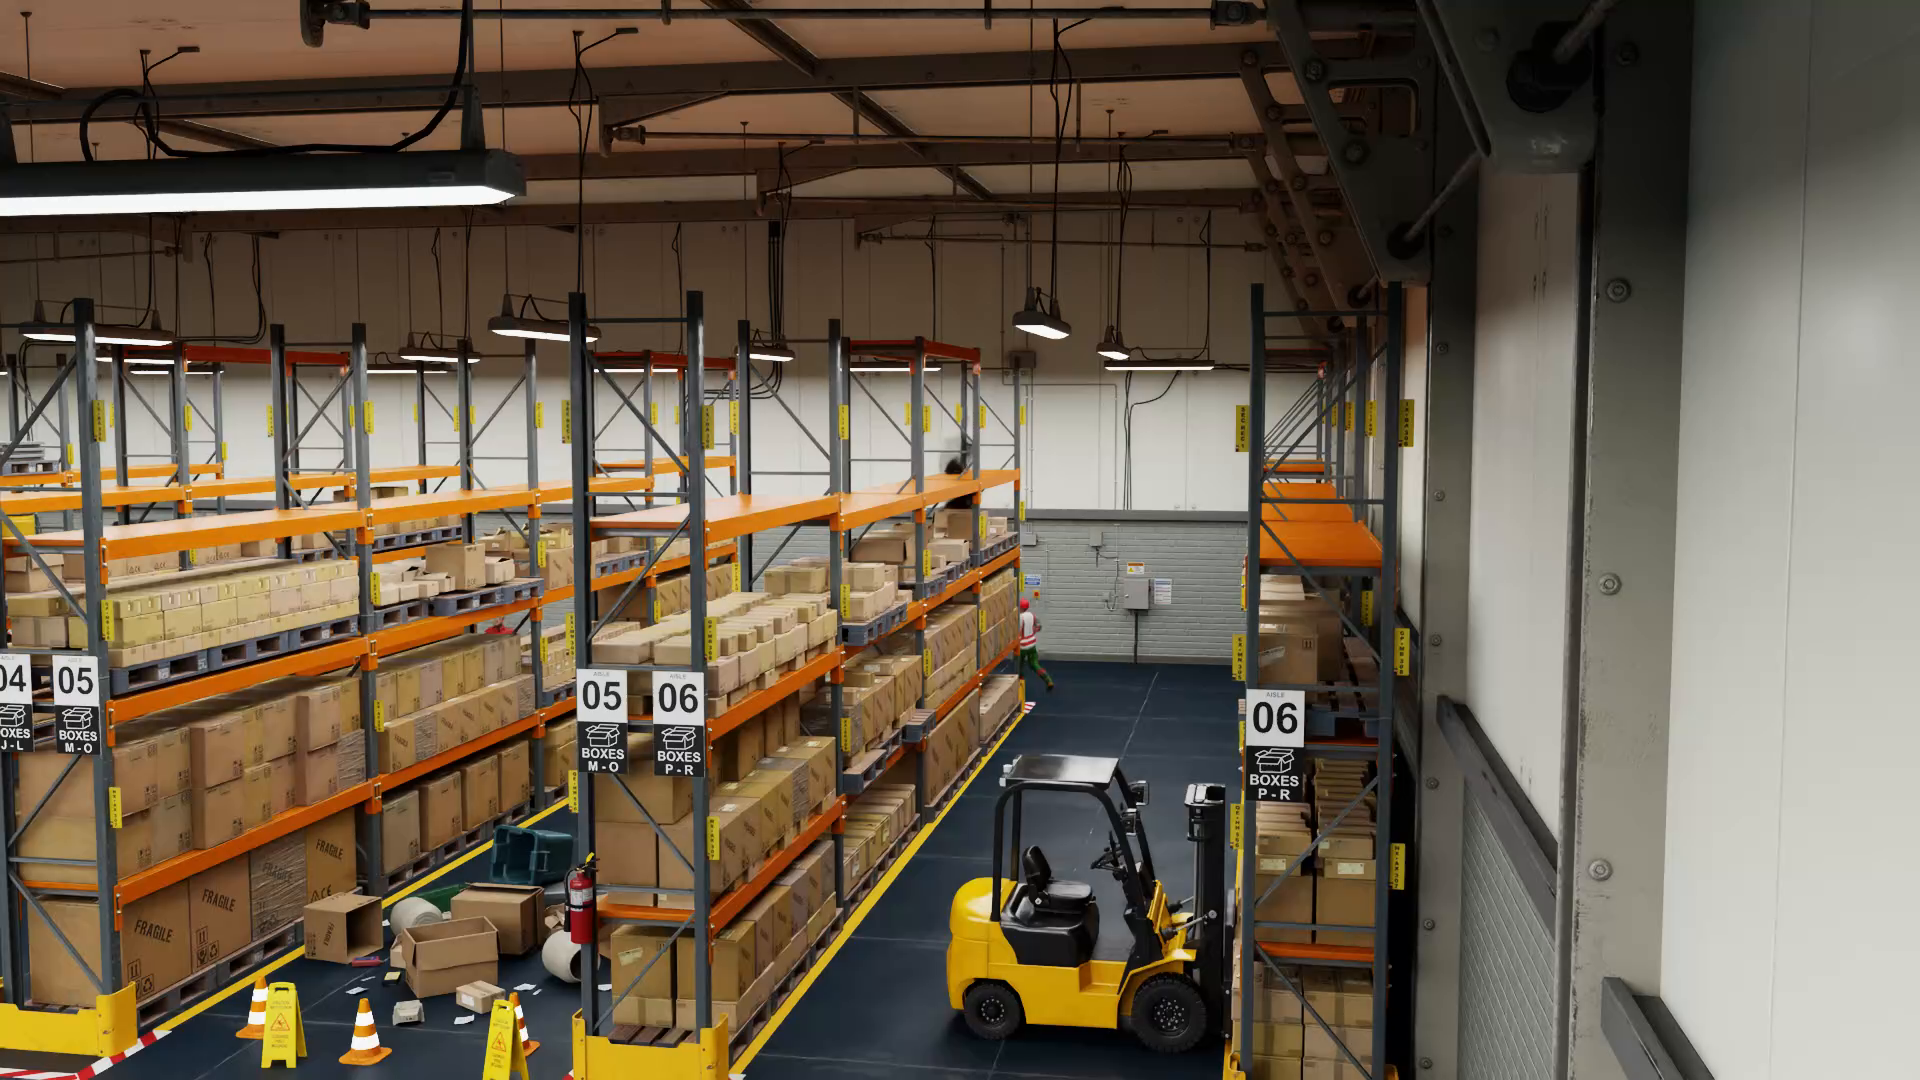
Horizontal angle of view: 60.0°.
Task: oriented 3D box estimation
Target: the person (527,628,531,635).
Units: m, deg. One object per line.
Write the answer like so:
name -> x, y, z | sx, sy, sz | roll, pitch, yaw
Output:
person -> -6.666, 2.180, 26.099 | 0.448, 1.669, 0.512 | 0, 5, 5

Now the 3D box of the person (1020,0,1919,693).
person -> 1.272, -0.570, 15.041 | 18.708, 8.953, 23.190 | -4, 6, -40
